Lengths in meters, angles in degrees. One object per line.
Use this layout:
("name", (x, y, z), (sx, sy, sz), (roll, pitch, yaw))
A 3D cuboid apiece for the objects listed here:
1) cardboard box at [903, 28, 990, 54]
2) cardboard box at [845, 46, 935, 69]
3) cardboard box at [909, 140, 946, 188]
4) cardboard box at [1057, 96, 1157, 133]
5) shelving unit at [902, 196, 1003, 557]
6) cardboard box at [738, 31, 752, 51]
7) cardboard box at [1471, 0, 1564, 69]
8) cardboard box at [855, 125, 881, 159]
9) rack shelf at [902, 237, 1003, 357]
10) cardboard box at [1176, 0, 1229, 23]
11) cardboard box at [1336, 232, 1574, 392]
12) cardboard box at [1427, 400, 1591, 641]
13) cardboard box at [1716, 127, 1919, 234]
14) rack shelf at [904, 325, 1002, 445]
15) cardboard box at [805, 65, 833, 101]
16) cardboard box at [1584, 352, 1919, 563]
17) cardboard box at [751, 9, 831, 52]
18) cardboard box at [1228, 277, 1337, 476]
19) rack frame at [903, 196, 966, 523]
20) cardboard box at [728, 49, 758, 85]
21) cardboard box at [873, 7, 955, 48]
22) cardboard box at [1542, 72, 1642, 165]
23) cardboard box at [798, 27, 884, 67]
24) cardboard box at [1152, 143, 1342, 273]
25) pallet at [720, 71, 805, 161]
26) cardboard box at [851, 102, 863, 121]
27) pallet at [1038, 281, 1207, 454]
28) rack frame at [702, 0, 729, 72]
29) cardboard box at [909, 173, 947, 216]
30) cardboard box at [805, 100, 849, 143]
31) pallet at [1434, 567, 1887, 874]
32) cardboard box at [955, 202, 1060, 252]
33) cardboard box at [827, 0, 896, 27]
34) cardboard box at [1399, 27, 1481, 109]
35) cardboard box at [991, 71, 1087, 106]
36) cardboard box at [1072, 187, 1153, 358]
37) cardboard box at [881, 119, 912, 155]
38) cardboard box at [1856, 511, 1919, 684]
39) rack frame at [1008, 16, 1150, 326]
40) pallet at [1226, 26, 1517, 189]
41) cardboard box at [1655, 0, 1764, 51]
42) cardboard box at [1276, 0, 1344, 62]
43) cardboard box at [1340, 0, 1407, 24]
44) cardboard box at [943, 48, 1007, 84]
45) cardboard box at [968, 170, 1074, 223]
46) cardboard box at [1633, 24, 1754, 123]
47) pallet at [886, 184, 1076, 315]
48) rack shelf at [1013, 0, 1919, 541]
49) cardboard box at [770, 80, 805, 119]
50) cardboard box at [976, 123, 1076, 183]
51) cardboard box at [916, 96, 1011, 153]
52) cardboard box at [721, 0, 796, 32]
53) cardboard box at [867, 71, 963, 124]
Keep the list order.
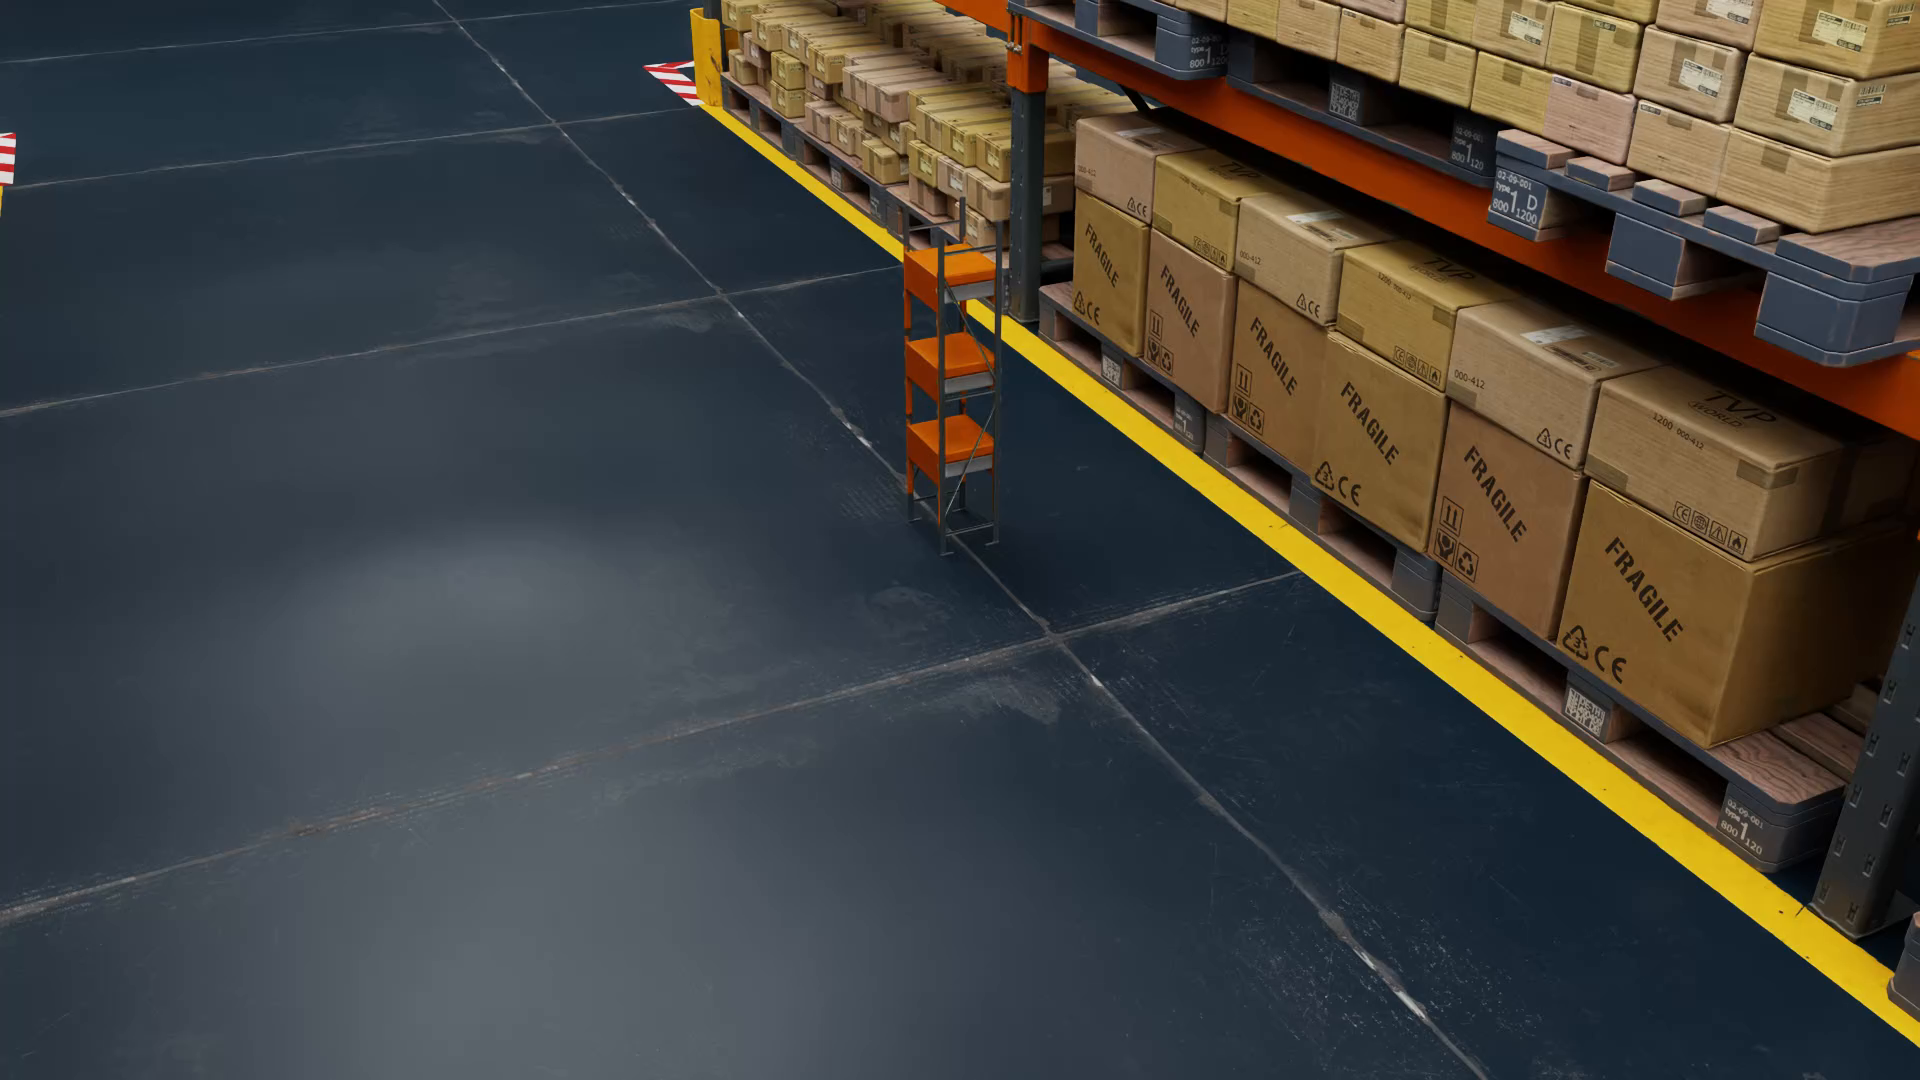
("cardboard box", (-0.070, -2.518, 8.551), (0.380, 0.149, 0.250), (-14, 32, -24))
("cardboard box", (-0.346, -2.313, 8.185), (0.380, 0.149, 0.250), (-13, 32, -22))
("cardboard box", (-0.004, -1.691, 7.381), (0.380, 0.149, 0.250), (-14, 32, -24))
("cardboard box", (0.651, -1.847, 7.354), (0.380, 0.149, 0.250), (-11, 31, -20))
("shelving unit", (-0.023, -0.482, 5.035), (0.215, 1.050, 0.252), (-13, 32, -22))
("cardboard box", (-1.048, -2.869, 9.481), (0.380, 0.149, 0.250), (-12, 31, -20))
("cardboard box", (1.432, -1.221, 3.884), (0.380, 0.149, 0.250), (-13, 32, -22))
("cardboard box", (-0.295, -1.946, 8.139), (0.380, 0.149, 0.250), (-12, 32, -21))
("rack shelf", (-0.023, -0.720, 4.902), (0.215, 0.259, 0.240), (-13, 32, -22))
("cardboard box", (0.875, -1.665, 4.980), (0.380, 0.149, 0.250), (-15, 32, -24))
("cardboard box", (1.433, -0.667, 4.732), (0.500, 0.250, 0.500), (-12, 32, -21))
("cardboard box", (1.655, -0.110, 4.505), (0.500, 0.500, 0.500), (-12, 31, -20))
("cardboard box", (1.767, -0.746, 3.341), (0.380, 0.149, 0.250), (-13, 32, -21))
("rack shelf", (-0.023, -0.472, 5.041), (0.215, 0.259, 0.240), (-13, 32, -22))
("cardboard box", (-0.584, -2.413, 8.668), (0.380, 0.149, 0.250), (-15, 32, -24))
("cardboard box", (1.863, -0.218, 3.932), (0.500, 0.250, 0.500), (-14, 32, -23))
("cardboard box", (-0.903, -2.747, 8.958), (0.380, 0.149, 0.250), (-13, 32, -22))
("cardboard box", (1.220, -0.567, 5.320), (0.500, 0.500, 0.500), (-13, 32, -21))
("rack frame", (-0.075, -0.535, 5.131), (0.200, 1.050, 0.008), (-13, 32, -22))
("cardboard box", (-1.105, -2.726, 9.530), (0.380, 0.149, 0.250), (-12, 32, -21))
("cardboard box", (-0.249, -2.765, 8.991), (0.380, 0.149, 0.250), (-14, 32, -24))
("cardboard box", (1.551, -0.970, 3.740), (0.380, 0.149, 0.250), (-13, 32, -21))
("cardboard box", (-0.611, -2.530, 8.572), (0.380, 0.149, 0.250), (-12, 31, -20))
("cardboard box", (0.986, -1.121, 5.542), (0.500, 0.250, 0.500), (-12, 32, -21))
("pallet", (-0.691, -2.469, 9.437), (1.003, 0.211, 1.213), (-13, 32, -22))
("cardboard box", (-0.323, -2.181, 8.253), (0.380, 0.149, 0.250), (-12, 31, -20))
("pallet", (1.012, -0.758, 6.386), (1.003, 0.211, 1.213), (-13, 32, -22))
("rack frame", (-1.041, -4.085, 9.468), (1.000, 3.000, 0.127), (-13, 32, -22))
("cardboard box", (-0.007, -1.595, 7.513), (0.380, 0.149, 0.250), (-14, 32, -24))
("cardboard box", (-0.571, -2.162, 8.525), (0.380, 0.149, 0.250), (-15, 32, -24))
("pallet", (2.059, 0.320, 4.464), (1.003, 0.211, 1.213), (-13, 32, -22))
("cardboard box", (0.200, -1.359, 7.093), (0.380, 0.149, 0.250), (-13, 32, -21))
("cardboard box", (-0.529, -2.980, 9.375), (0.380, 0.149, 0.250), (-12, 32, -21))
("cardboard box", (1.330, -1.199, 4.149), (0.380, 0.149, 0.250), (-15, 32, -24))
("cardboard box", (0.365, -2.059, 7.732), (0.380, 0.149, 0.250), (-14, 32, -23))
("cardboard box", (0.754, -1.029, 6.144), (0.500, 0.500, 0.500), (-12, 31, -20))
("cardboard box", (-0.150, -1.931, 7.808), (0.380, 0.149, 0.250), (-12, 32, -21))
("cardboard box", (2.320, -0.010, 4.327), (0.500, 0.500, 0.500), (-15, 32, -24))
("rack frame", (0.676, -2.318, 6.317), (1.000, 3.000, 0.127), (-13, 32, -22))
("pallet", (1.507, -1.333, 4.757), (1.003, 0.211, 1.213), (-13, 32, -22))
("cardboard box", (1.663, -1.116, 3.392), (0.380, 0.149, 0.250), (-13, 32, -23))
("cardboard box", (1.101, -1.433, 4.567), (0.380, 0.149, 0.250), (-15, 32, -24))
("cardboard box", (1.215, -1.446, 4.286), (0.380, 0.149, 0.250), (-12, 32, -21))
("cardboard box", (0.138, -2.291, 8.147), (0.380, 0.149, 0.250), (-14, 32, -24))
("cardboard box", (0.254, -1.460, 6.968), (0.380, 0.149, 0.250), (-12, 32, -21))
("cardboard box", (1.654, -0.995, 3.480), (0.380, 0.149, 0.250), (-12, 31, -20))
("pallet", (0.356, -1.391, 7.515), (1.003, 0.211, 1.213), (-13, 32, -22))
("rack shelf", (1.535, -1.121, 4.917), (1.077, 0.370, 4.000), (-13, 32, -22))
("cardboard box", (-0.795, -2.383, 8.919), (0.380, 0.149, 0.250), (-13, 32, -21))
("cardboard box", (0.289, -1.620, 6.949), (0.380, 0.149, 0.250), (-12, 31, -21))
("cardboard box", (0.030, -1.833, 7.329), (0.380, 0.149, 0.250), (-13, 32, -22))
("cardboard box", (-1.123, -2.981, 9.377), (0.380, 0.149, 0.250), (-15, 32, -24))
("cardboard box", (-0.211, -2.064, 7.741), (0.380, 0.149, 0.250), (-15, 32, -24))
